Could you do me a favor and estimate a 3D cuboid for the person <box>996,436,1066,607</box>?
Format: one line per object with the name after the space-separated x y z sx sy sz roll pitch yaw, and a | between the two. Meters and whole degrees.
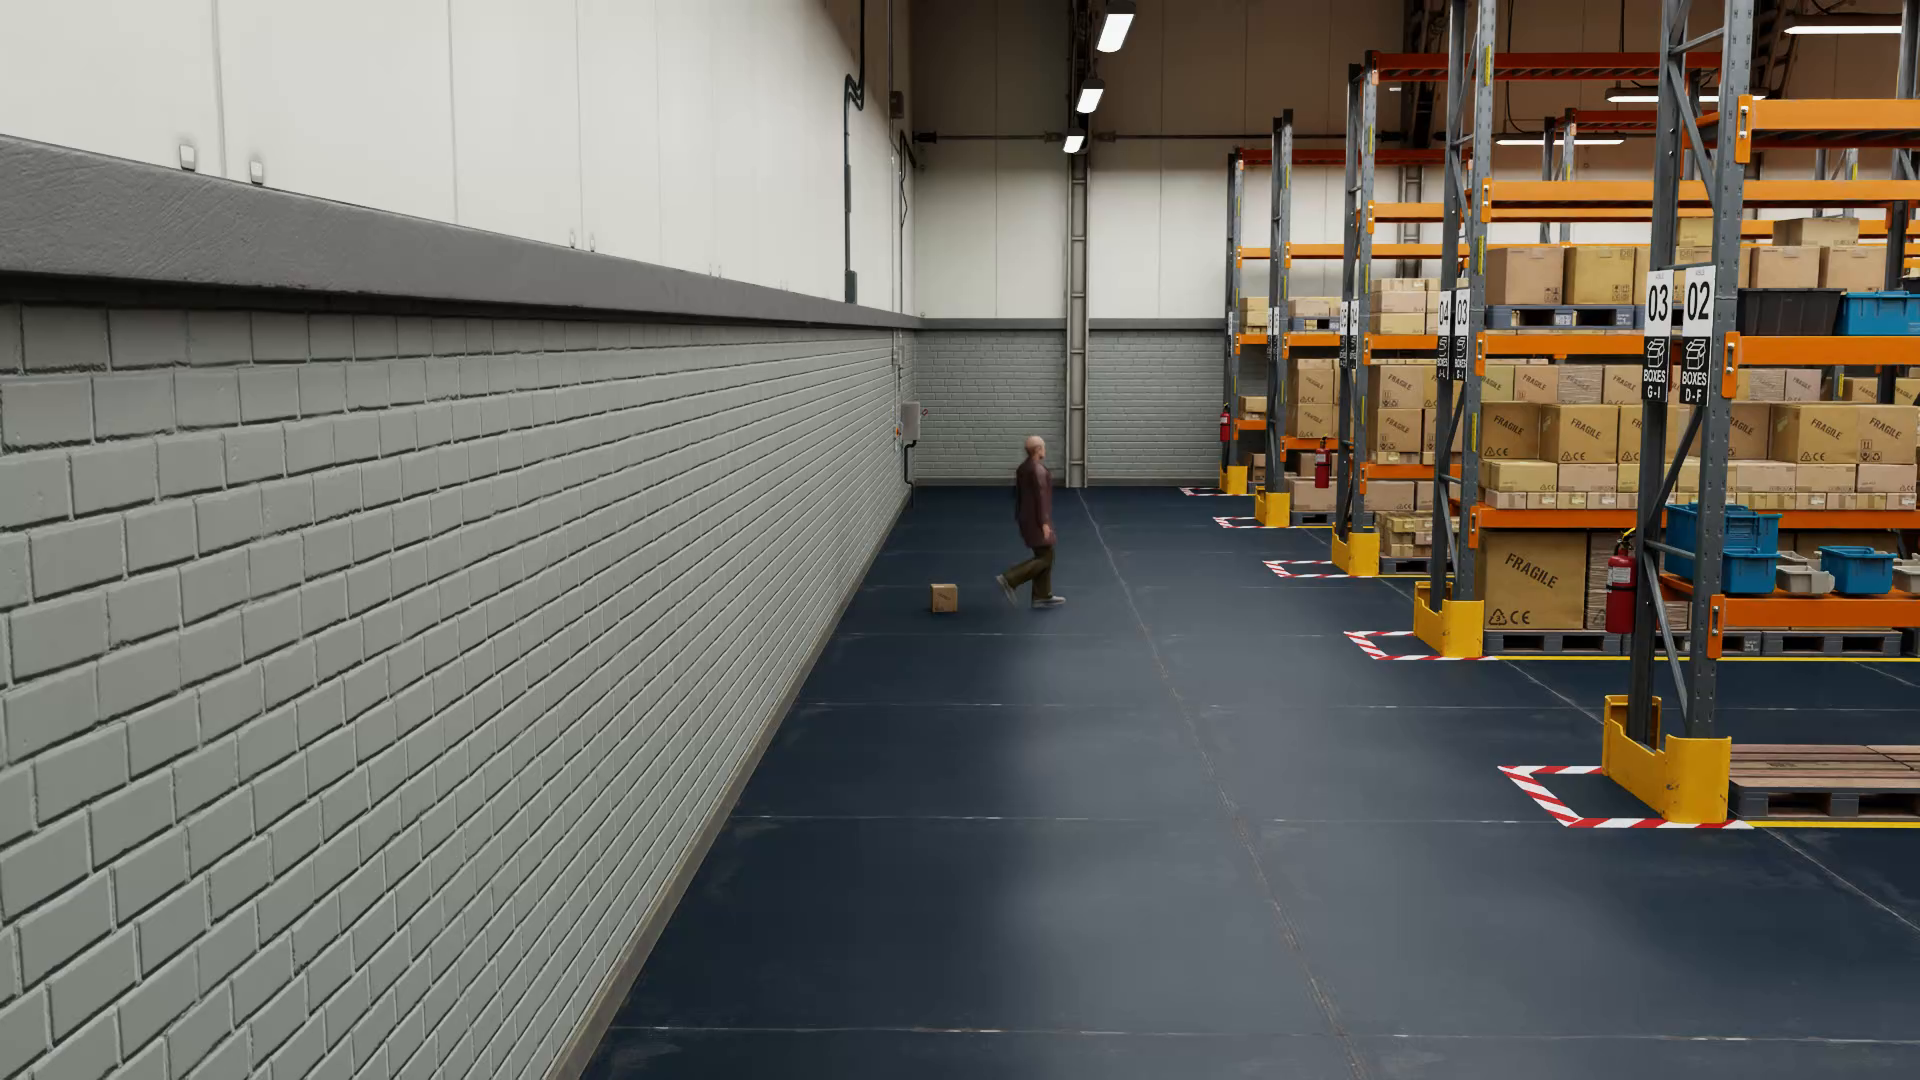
0.751 -0.177 16.934 0.757 1.758 0.585 -2 7 -18 | person
